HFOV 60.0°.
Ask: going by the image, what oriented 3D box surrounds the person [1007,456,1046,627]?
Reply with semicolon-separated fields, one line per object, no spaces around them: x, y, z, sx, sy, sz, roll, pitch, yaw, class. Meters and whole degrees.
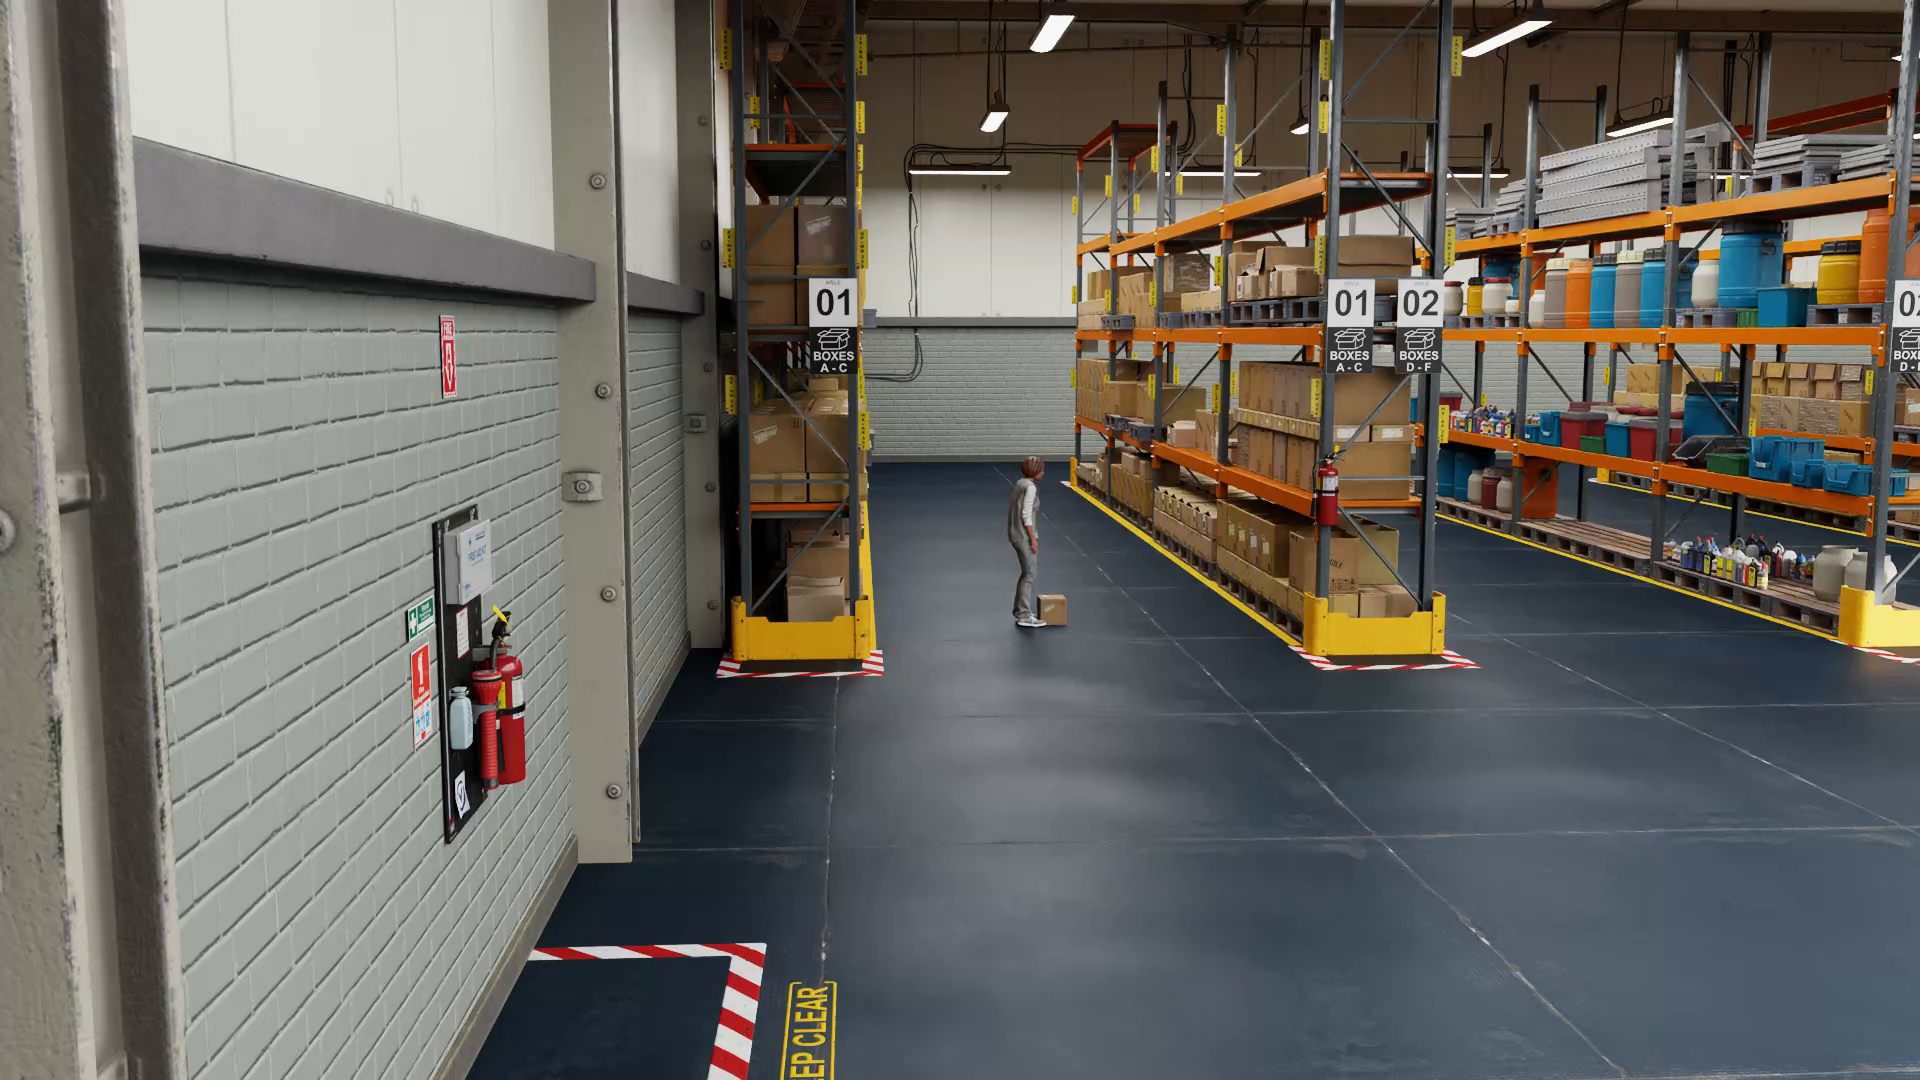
0.632;0.010;15.770;0.344;1.582;0.485;-1;7;-7;person
